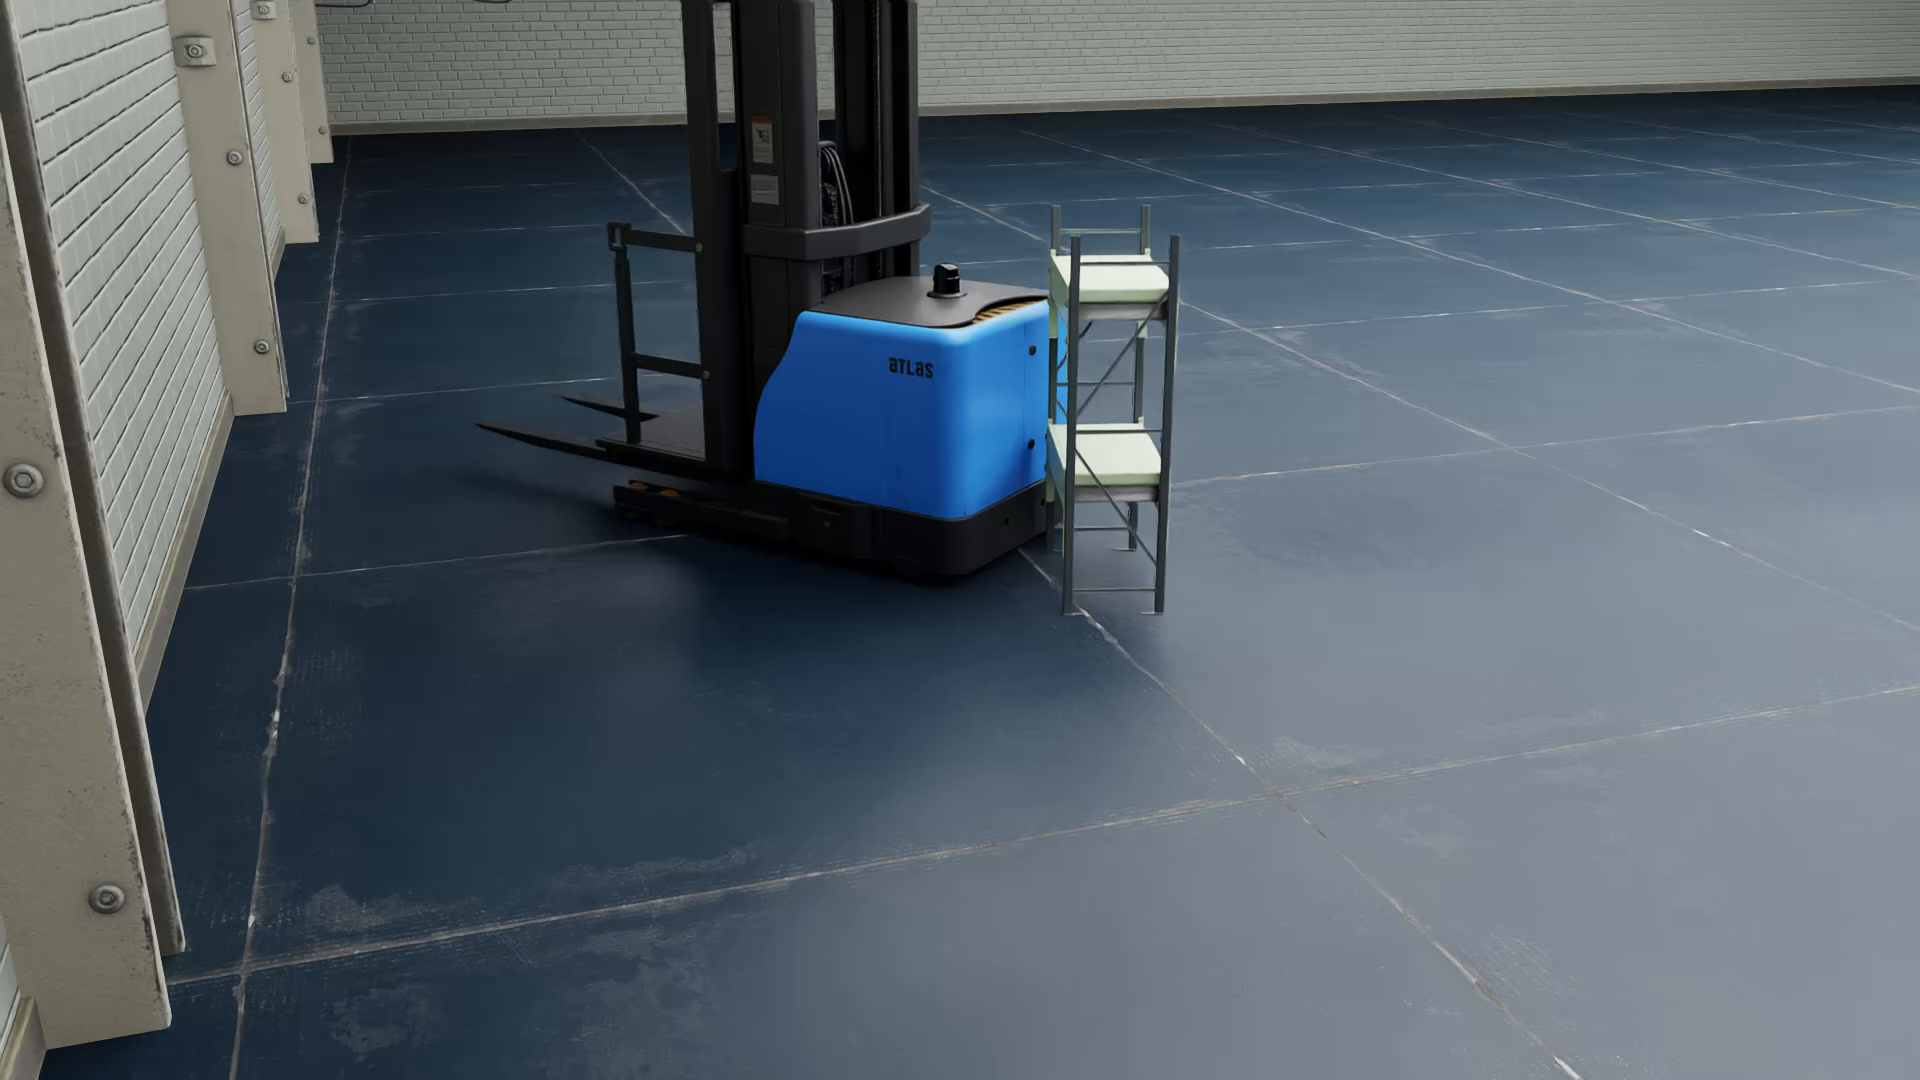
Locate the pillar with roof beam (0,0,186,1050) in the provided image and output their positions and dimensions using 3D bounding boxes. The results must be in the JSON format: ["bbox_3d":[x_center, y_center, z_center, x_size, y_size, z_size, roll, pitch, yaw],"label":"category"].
[{"bbox_3d":[1.937,-3.542,3.966,9.100,9.000,0.400,-6,21,-17],"label":"pillar with roof beam"}]

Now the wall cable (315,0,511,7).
[{"bbox_3d":[-7.478,-8.486,22.323,3.097,2.526,0.112,-6,21,-17],"label":"wall cable"}]

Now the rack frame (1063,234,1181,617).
[{"bbox_3d":[0.607,-0.408,6.334,0.400,1.500,0.023,-1,20,-2],"label":"rack frame"}]

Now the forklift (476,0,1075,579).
[{"bbox_3d":[-0.996,-1.578,7.473,3.031,2.935,1.130,12,23,31],"label":"forklift"}]

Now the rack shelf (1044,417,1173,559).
[{"bbox_3d":[0.590,-0.225,6.788,0.431,0.370,0.720,-1,20,-2],"label":"rack shelf"}]

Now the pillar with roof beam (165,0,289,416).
[{"bbox_3d":[0.051,-5.468,9.327,9.100,9.000,0.400,-6,21,-17],"label":"pillar with roof beam"}]

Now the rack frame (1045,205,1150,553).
[{"bbox_3d":[0.574,-0.655,7.022,0.400,1.500,0.023,-1,20,-2],"label":"rack frame"}]

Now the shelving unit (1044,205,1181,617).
[{"bbox_3d":[0.590,-0.532,6.678,0.431,1.500,0.755,-1,20,-2],"label":"shelving unit"}]

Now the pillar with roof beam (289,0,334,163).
[{"bbox_3d":[-3.721,-9.319,20.048,9.100,9.000,0.400,-6,21,-17],"label":"pillar with roof beam"}]

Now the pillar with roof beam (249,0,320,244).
[{"bbox_3d":[-1.835,-7.393,14.688,9.100,9.000,0.400,-6,21,-17],"label":"pillar with roof beam"}]

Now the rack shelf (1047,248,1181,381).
[{"bbox_3d":[0.590,-0.899,6.546,0.431,0.370,0.720,-1,20,-2],"label":"rack shelf"}]
